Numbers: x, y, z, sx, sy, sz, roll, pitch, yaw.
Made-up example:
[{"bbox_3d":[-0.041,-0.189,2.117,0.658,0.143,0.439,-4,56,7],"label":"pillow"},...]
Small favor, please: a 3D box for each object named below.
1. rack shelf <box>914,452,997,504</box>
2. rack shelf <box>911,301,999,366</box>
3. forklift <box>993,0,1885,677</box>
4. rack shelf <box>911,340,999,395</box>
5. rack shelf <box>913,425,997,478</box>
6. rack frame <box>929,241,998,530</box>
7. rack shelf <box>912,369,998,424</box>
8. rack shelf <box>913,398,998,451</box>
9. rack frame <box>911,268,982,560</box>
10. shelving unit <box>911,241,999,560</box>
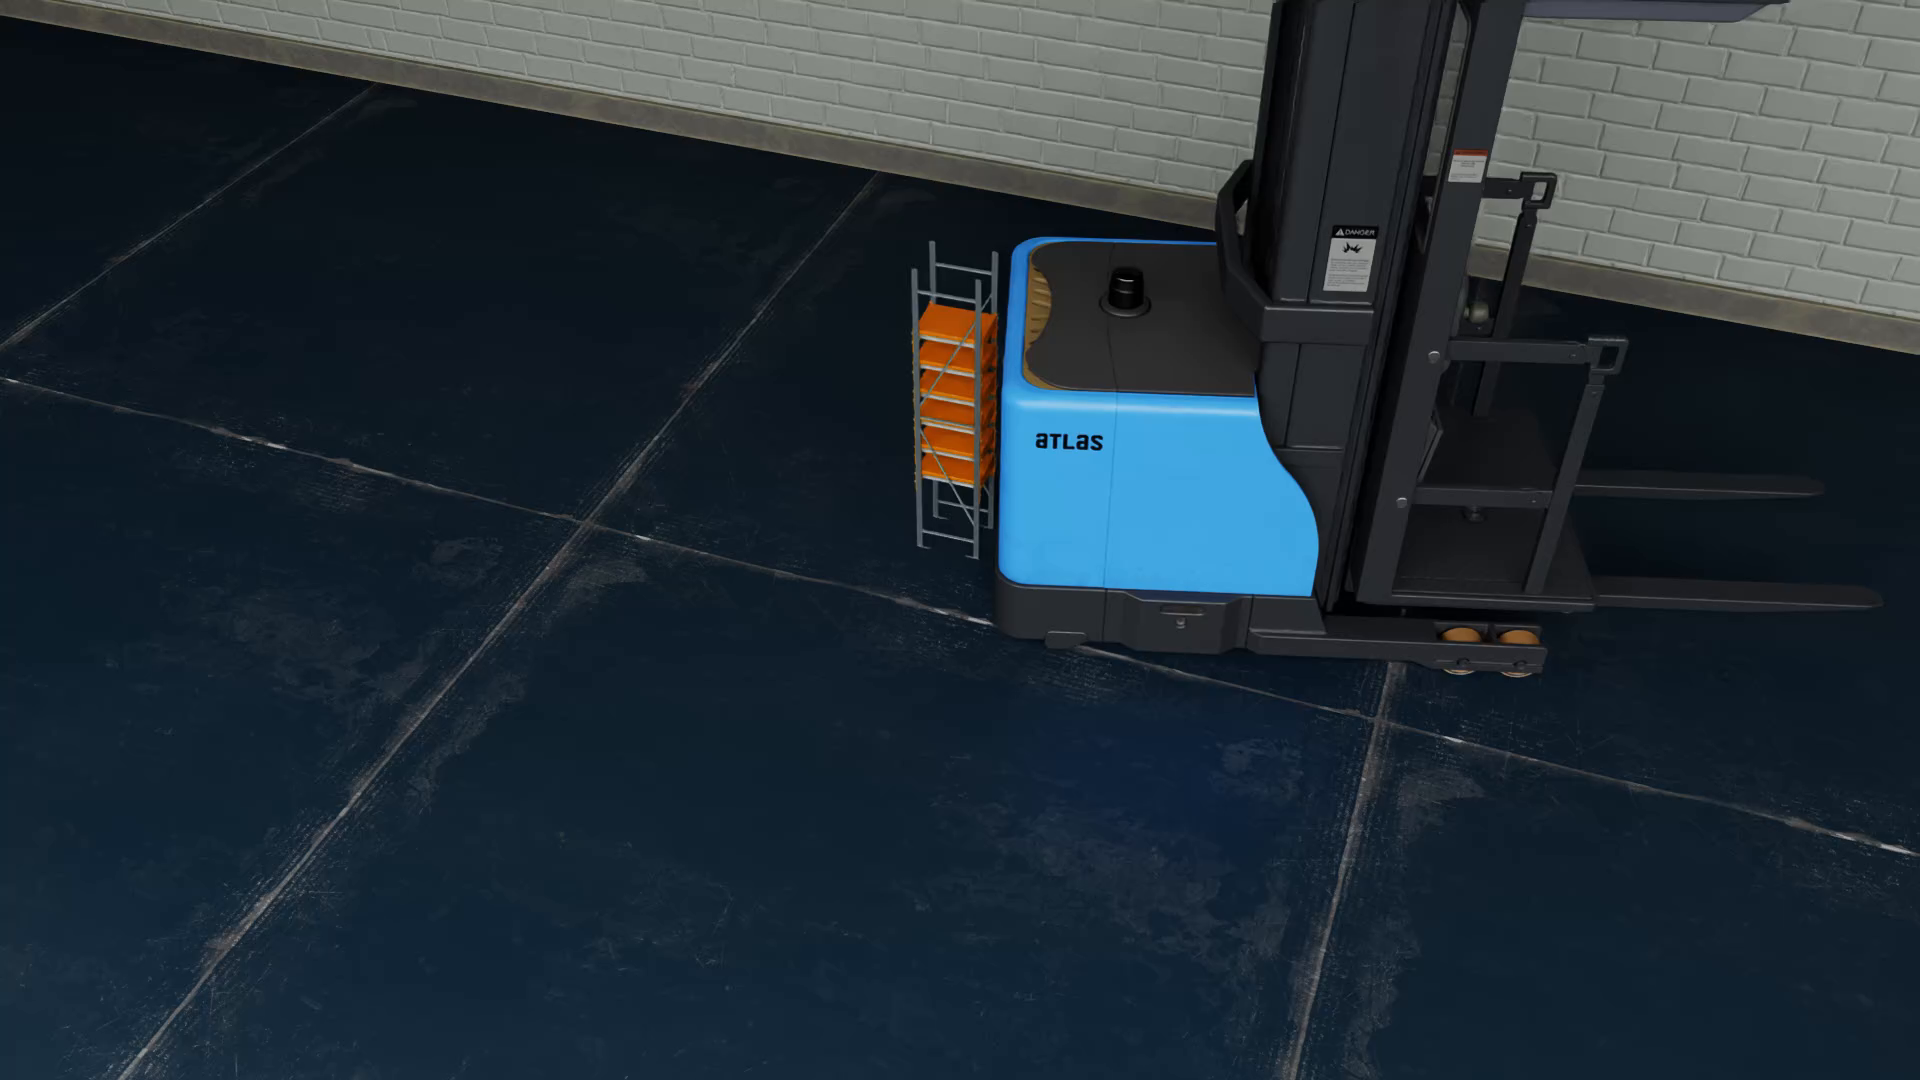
[{"bbox_3d":[-0.016,-0.248,6.054,0.258,0.103,0.180,12,42,14],"label":"rack shelf"},{"bbox_3d":[-0.016,-0.705,5.665,0.258,0.103,0.180,12,42,14],"label":"rack shelf"},{"bbox_3d":[1.656,-1.003,5.167,3.031,2.935,1.130,2,41,3],"label":"forklift"},{"bbox_3d":[-0.016,-0.613,5.743,0.258,0.103,0.180,12,42,14],"label":"rack shelf"},{"bbox_3d":[-0.016,-0.339,5.977,0.258,0.103,0.180,12,42,14],"label":"rack shelf"},{"bbox_3d":[0.012,-0.521,5.936,0.240,1.200,0.006,12,42,14],"label":"rack frame"},{"bbox_3d":[-0.016,-0.522,5.821,0.258,0.103,0.180,12,42,14],"label":"rack shelf"},{"bbox_3d":[-0.016,-0.431,5.899,0.258,0.103,0.180,12,42,14],"label":"rack shelf"},{"bbox_3d":[-0.044,-0.408,5.804,0.240,1.200,0.006,12,42,14],"label":"rack frame"},{"bbox_3d":[-0.016,-0.464,5.870,0.258,1.200,0.189,12,42,14],"label":"shelving unit"}]
